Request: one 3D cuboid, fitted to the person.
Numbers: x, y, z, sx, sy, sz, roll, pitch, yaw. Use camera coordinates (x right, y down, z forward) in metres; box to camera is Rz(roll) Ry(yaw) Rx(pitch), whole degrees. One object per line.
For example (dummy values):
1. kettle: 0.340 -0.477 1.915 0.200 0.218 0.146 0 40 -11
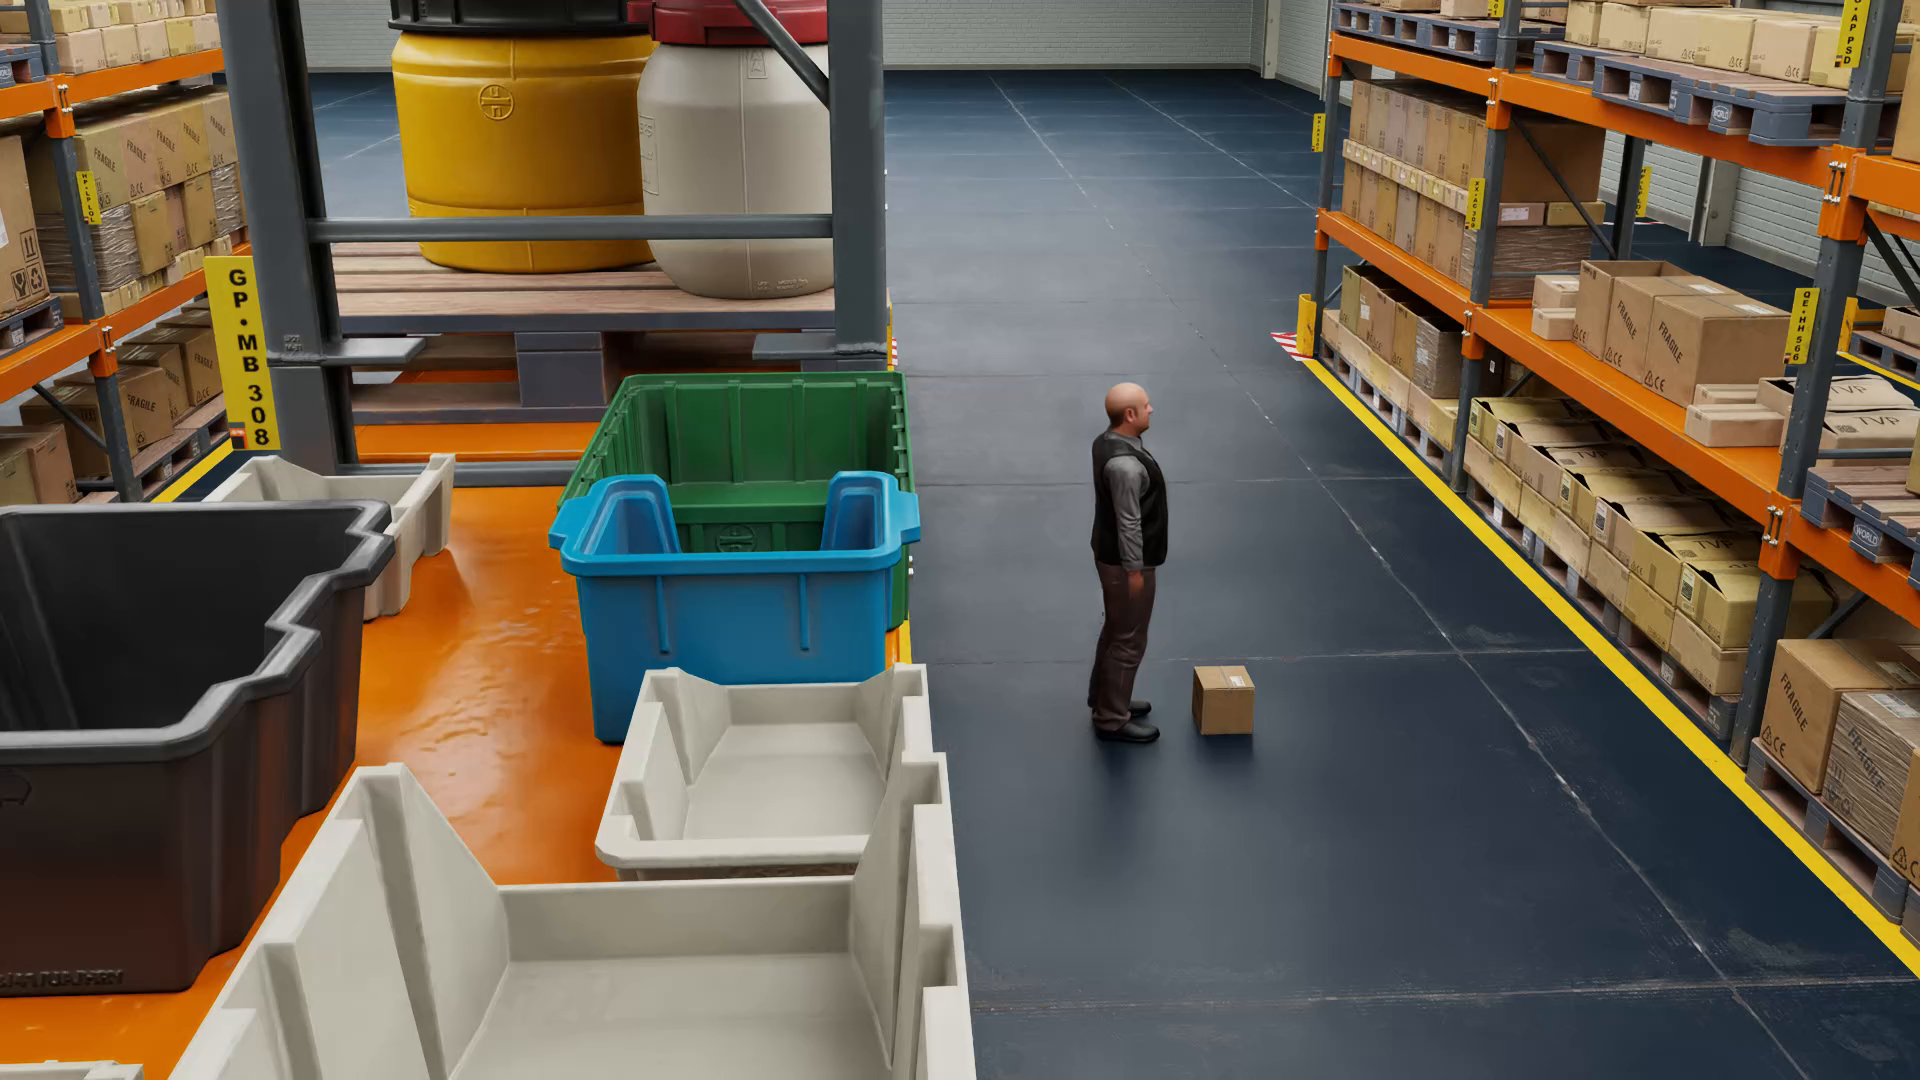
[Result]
1. person: 0.795 0.096 7.854 0.359 1.718 0.529 -1 20 -2
